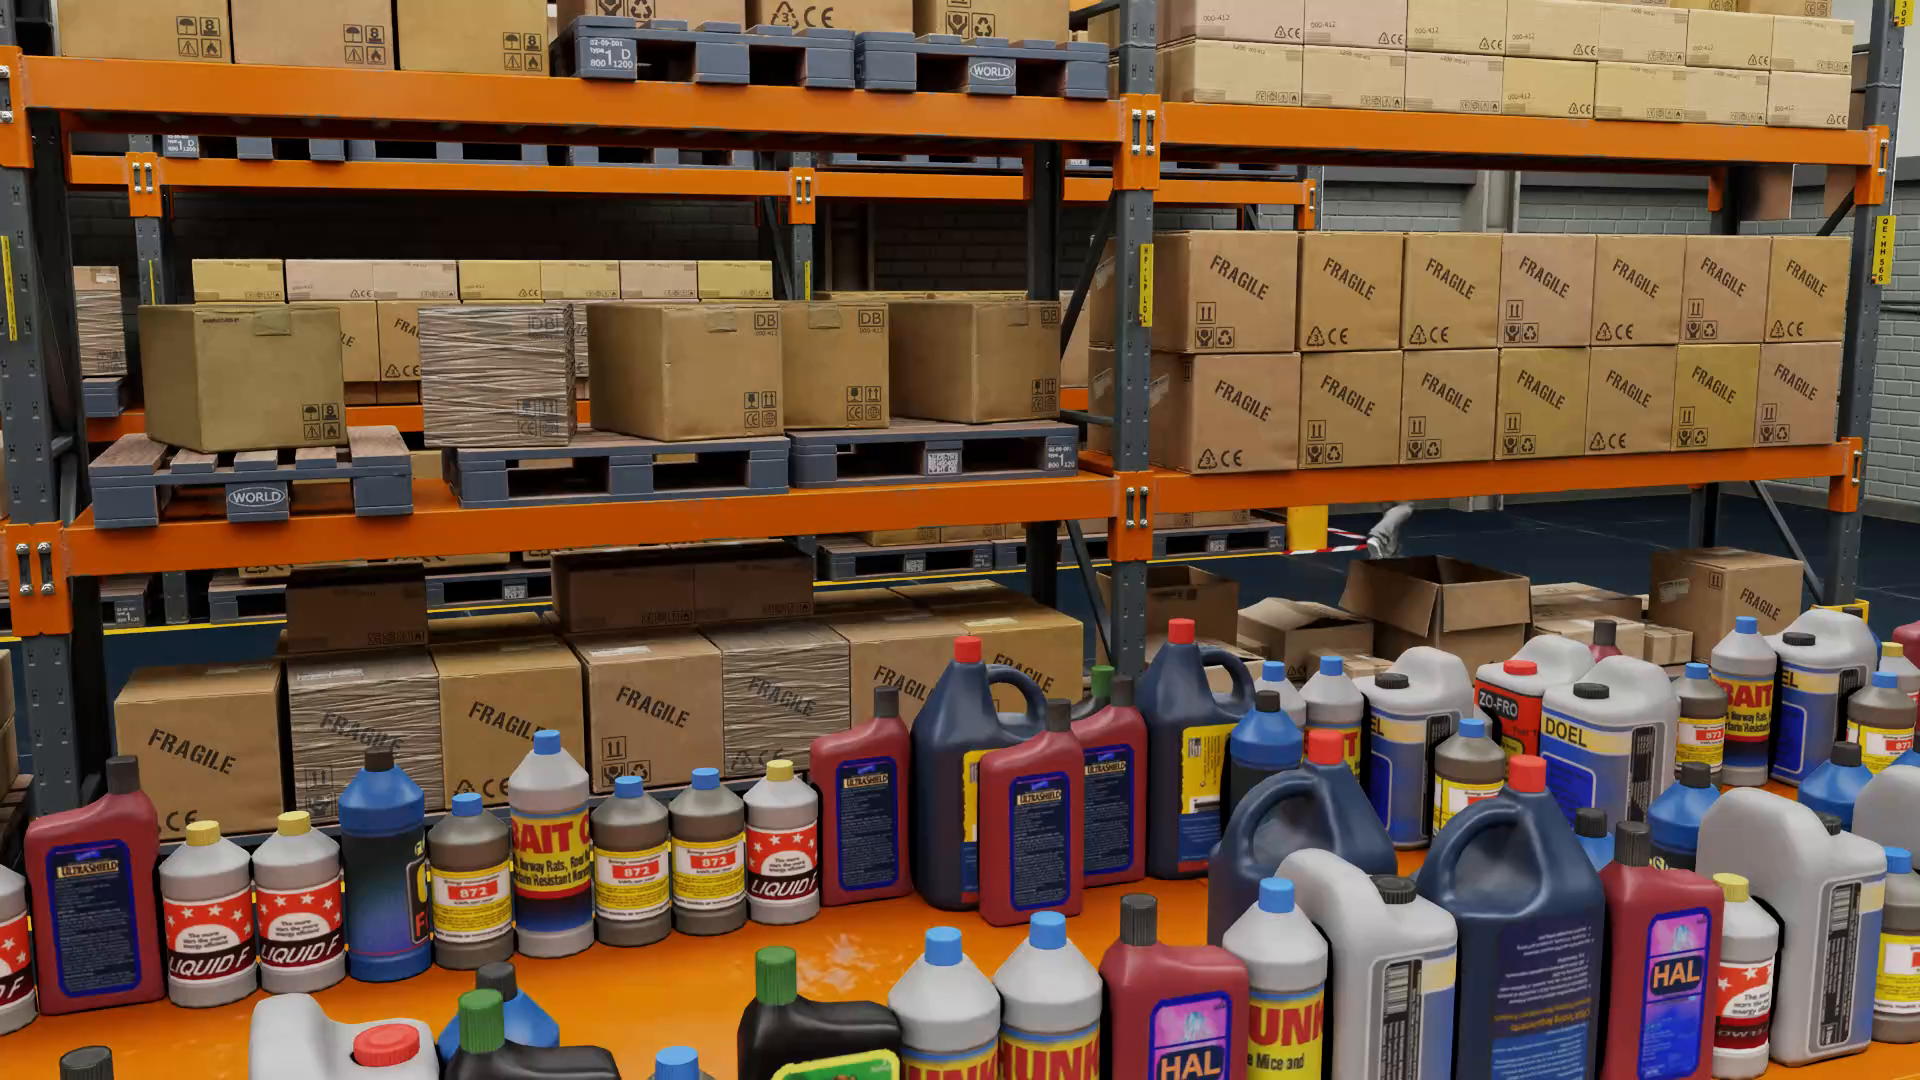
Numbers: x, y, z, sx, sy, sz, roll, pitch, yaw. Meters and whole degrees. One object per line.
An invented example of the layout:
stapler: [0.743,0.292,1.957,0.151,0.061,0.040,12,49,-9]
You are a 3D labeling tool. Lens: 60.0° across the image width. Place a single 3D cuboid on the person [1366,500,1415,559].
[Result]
person: [3.053,-0.553,11.769,0.416,1.568,0.708,8,12,42]
